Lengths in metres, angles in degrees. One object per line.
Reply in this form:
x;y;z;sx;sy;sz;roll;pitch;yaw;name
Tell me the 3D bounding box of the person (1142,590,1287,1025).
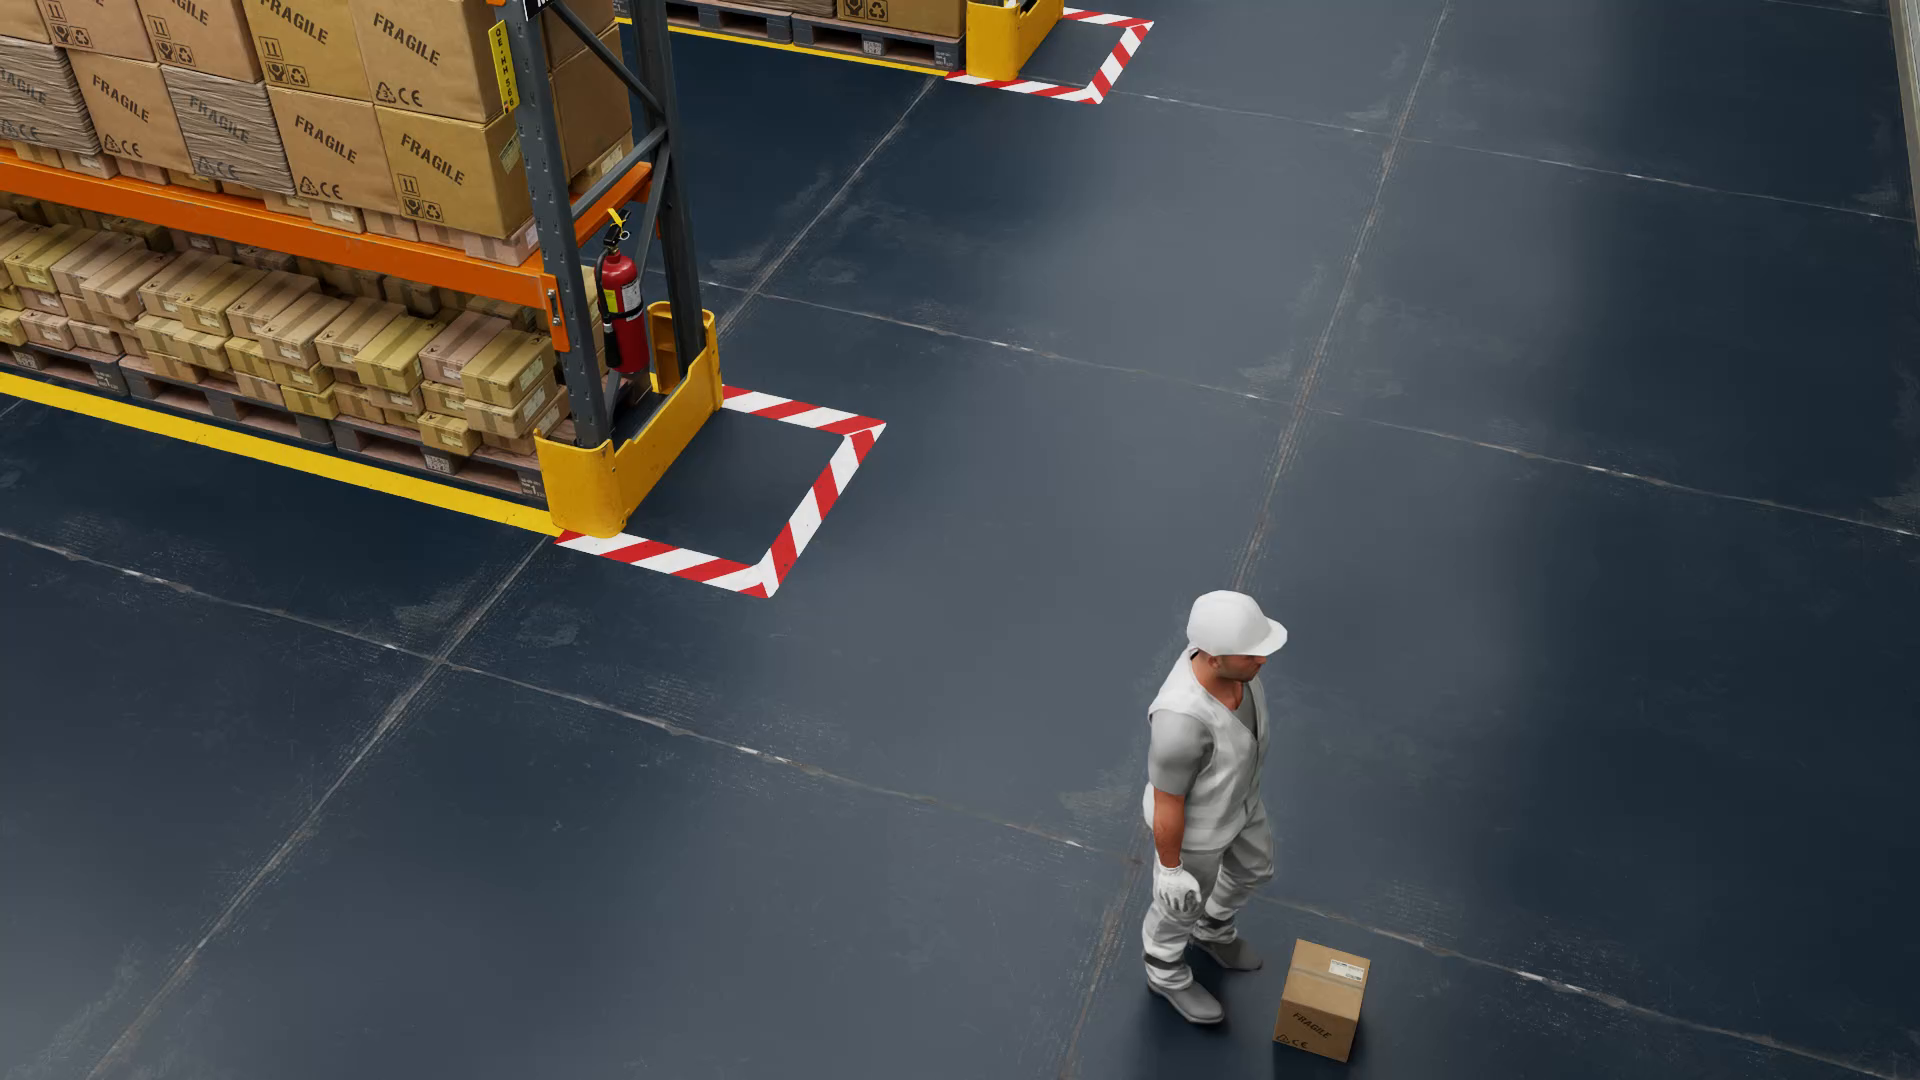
0.767;0.872;5.152;0.402;1.820;0.590;22;46;24;person
